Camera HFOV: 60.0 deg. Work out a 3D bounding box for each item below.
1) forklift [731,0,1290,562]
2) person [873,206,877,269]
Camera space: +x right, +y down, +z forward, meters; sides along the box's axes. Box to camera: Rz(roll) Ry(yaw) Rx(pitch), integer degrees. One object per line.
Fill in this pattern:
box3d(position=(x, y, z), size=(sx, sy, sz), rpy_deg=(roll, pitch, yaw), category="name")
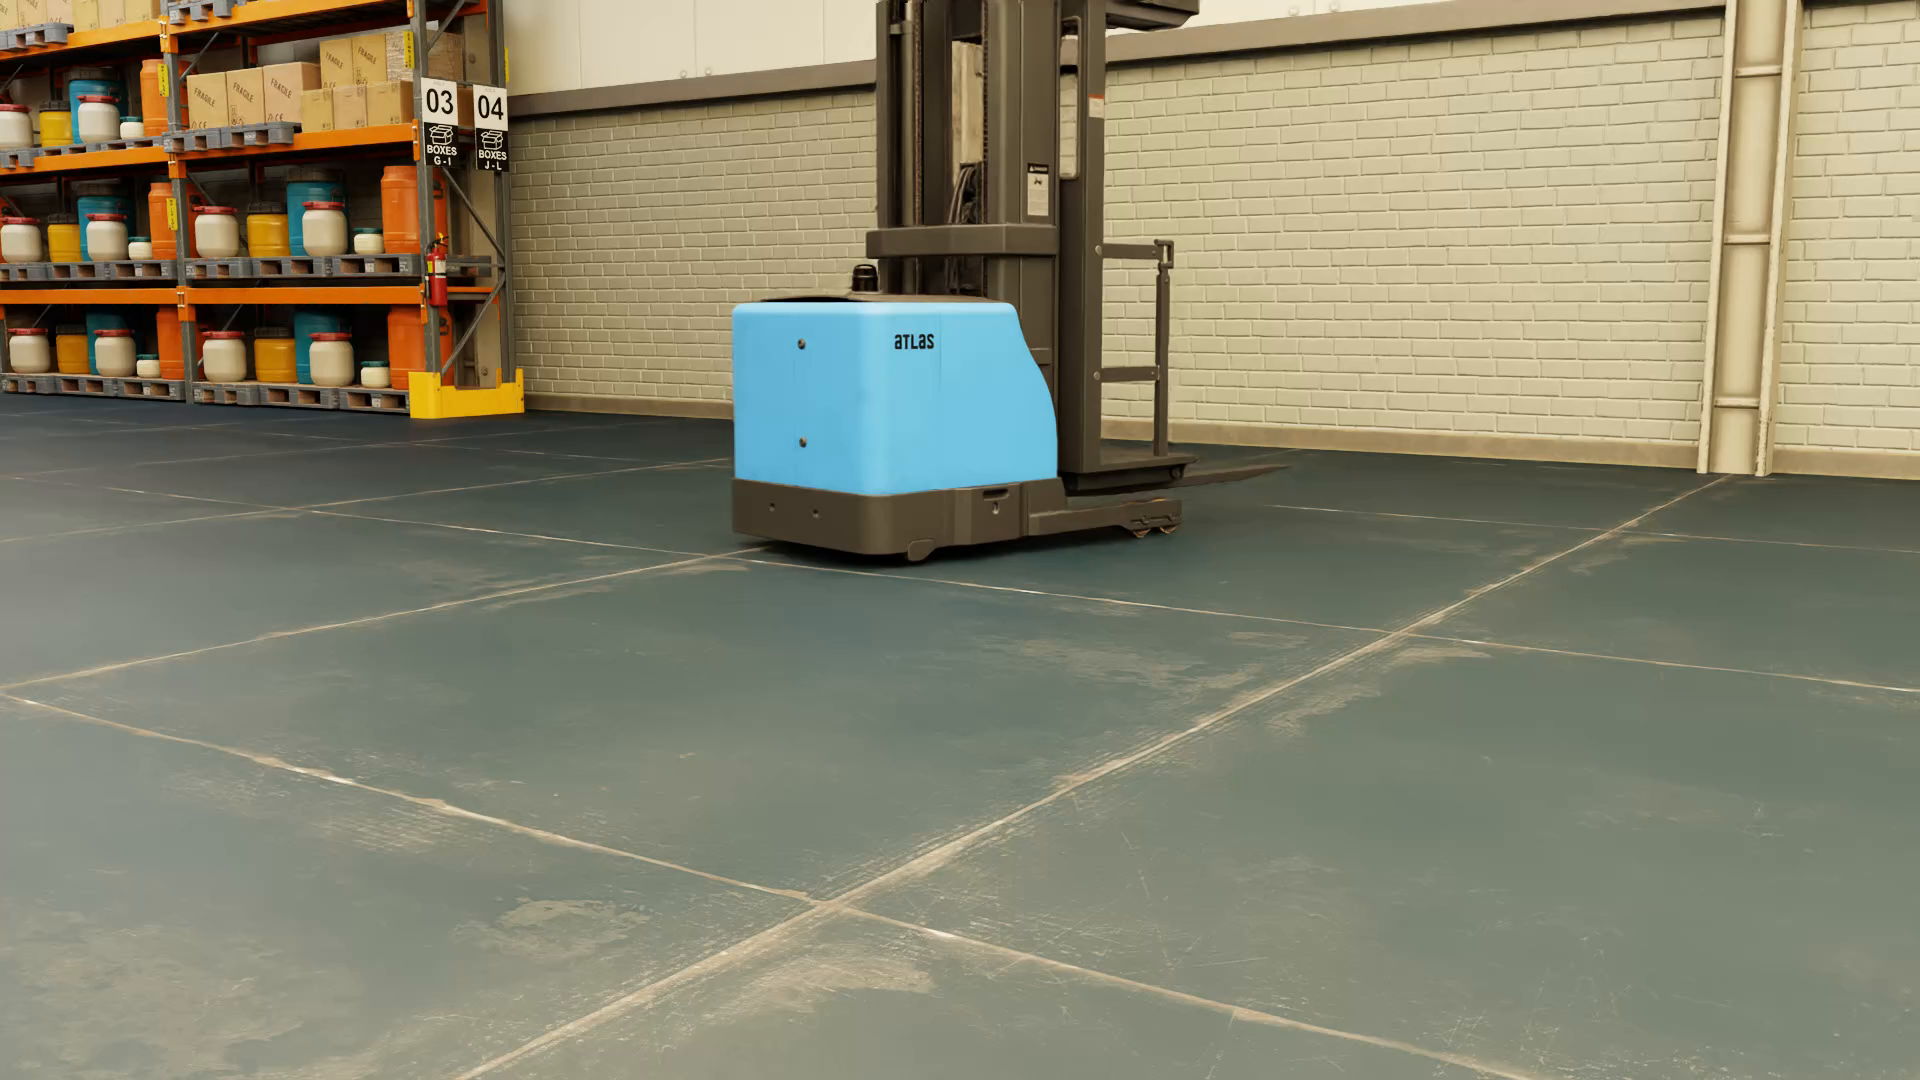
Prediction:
box3d(position=(0.410, -1.513, 7.833), size=(3.031, 2.935, 1.130), rpy_deg=(-7, 11, -42), category="forklift")
box3d(position=(-0.359, -1.321, 10.615), size=(0.410, 1.771, 0.528), rpy_deg=(-2, 8, -16), category="person")
